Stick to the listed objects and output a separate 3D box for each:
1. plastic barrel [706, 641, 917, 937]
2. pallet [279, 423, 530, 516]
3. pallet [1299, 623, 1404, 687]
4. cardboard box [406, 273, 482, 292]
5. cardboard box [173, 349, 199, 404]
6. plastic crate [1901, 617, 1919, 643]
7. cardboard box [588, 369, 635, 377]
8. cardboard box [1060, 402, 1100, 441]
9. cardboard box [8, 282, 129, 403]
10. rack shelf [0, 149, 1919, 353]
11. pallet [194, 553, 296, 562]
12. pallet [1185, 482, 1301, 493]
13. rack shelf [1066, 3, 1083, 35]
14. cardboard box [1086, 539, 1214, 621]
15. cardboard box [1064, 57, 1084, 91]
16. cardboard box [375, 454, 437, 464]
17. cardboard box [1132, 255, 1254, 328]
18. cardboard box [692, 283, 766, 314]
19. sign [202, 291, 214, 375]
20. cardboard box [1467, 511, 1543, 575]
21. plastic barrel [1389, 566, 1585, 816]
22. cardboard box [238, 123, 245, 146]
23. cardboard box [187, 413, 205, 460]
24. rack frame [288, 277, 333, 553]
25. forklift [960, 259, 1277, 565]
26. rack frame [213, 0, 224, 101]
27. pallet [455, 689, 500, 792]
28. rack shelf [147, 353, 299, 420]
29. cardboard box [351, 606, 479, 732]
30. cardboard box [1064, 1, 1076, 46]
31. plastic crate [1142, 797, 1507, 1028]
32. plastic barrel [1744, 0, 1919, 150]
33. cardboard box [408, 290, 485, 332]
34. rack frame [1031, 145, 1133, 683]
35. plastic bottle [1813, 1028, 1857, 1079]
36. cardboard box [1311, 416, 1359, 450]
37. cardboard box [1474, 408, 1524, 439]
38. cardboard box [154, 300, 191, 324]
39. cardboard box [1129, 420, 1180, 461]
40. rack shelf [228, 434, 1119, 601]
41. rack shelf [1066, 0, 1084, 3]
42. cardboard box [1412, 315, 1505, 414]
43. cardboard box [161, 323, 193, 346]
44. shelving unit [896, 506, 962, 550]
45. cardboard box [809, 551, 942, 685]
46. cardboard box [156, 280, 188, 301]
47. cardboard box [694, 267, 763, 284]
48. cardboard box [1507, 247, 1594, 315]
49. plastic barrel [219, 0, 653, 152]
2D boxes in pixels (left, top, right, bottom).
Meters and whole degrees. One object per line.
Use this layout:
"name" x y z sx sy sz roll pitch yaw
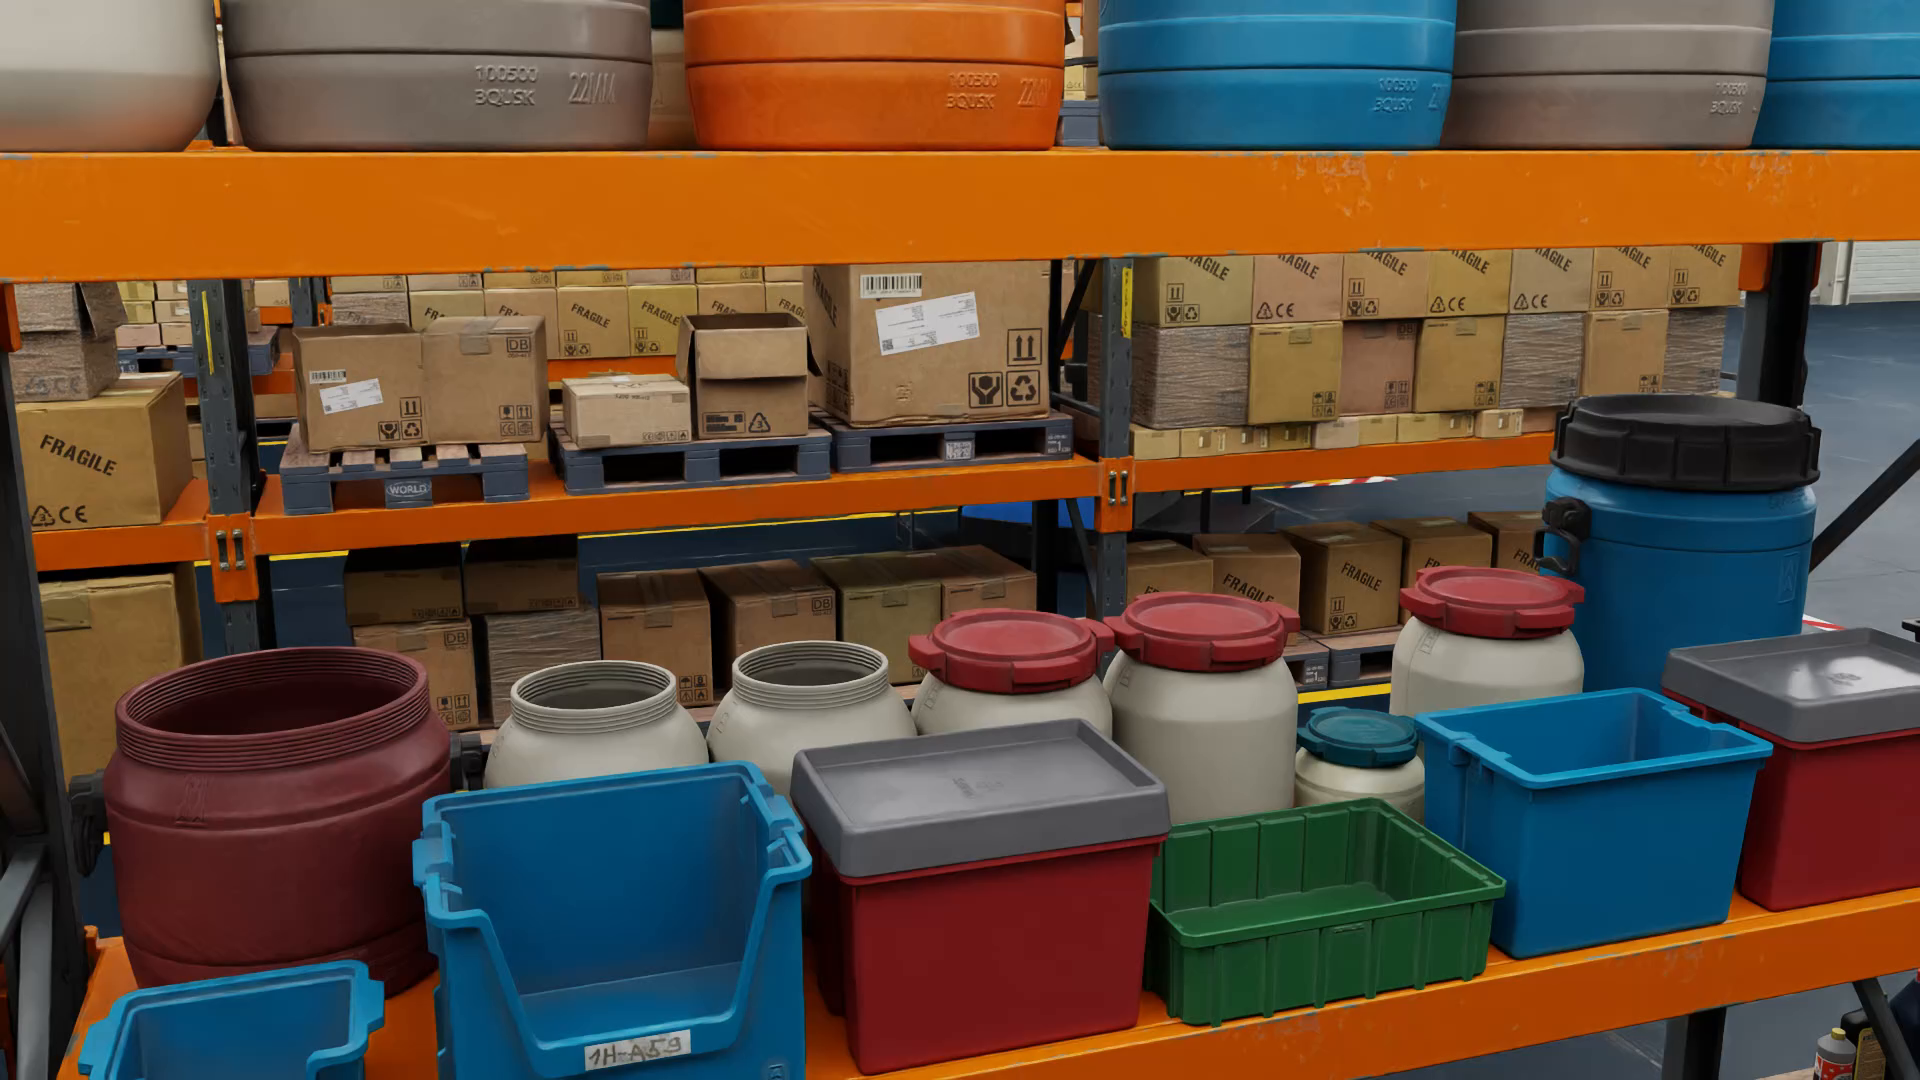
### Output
"plastic barrel" -0.296 0.493 3.348 0.421 0.512 0.421 0 13 0
"pallet" -2.540 -0.368 7.623 1.003 0.211 1.213 -4 14 -18
"pallet" 2.393 0.528 9.468 1.213 0.211 1.003 -4 14 -18
"cardboard box" -3.760 -2.084 12.047 0.500 0.500 0.700 -5 14 -19
"cardboard box" -7.870 -1.632 16.206 0.875 0.875 0.875 -4 14 -17
"plastic crate" 2.726 0.425 4.008 0.504 0.338 0.767 -4 14 -18
"cardboard box" -1.687 -0.707 8.015 0.258 0.266 0.396 -5 14 -20
"cardboard box" 0.720 -0.639 8.889 0.250 0.149 0.380 -4 14 -18
"cardboard box" -3.880 -0.872 6.942 0.637 0.503 0.797 -4 14 -16
"rack shelf" 0.294 -0.556 3.071 4.000 0.370 1.077 -4 14 -18
"pallet" -5.409 -0.067 11.968 1.213 0.211 1.003 -4 14 -18
"pallet" 2.182 -0.638 14.371 1.213 0.211 1.003 -4 14 -18
"rack shelf" -0.655 -5.569 17.670 4.000 0.370 1.077 -4 14 -18
"cardboard box" 1.002 0.310 8.850 0.500 0.500 0.500 -5 14 -20
"cardboard box" 0.632 -3.610 12.911 0.500 0.250 0.500 -5 14 -19
"cardboard box" -4.062 -0.616 12.204 0.750 0.750 1.050 -5 14 -19
"cardboard box" 1.117 -1.338 8.266 0.500 0.500 0.500 -4 14 -18
"cardboard box" -1.765 -1.690 12.551 0.500 0.500 0.500 -5 14 -19
"sign" -3.001 -0.827 6.637 0.005 0.325 0.100 -4 14 -18
"cardboard box" 3.248 0.130 9.609 0.500 0.500 0.500 -1 13 -3
"plastic barrel" 1.213 0.362 3.845 0.433 0.535 0.433 0 13 0
"cardboard box" -5.294 -3.005 11.596 0.500 0.500 0.500 -4 14 -18
"cardboard box" -5.232 -0.726 11.586 0.500 0.250 0.500 -5 14 -19
"rack frame" -4.667 -1.481 11.886 0.127 3.000 1.000 -4 14 -18
"forklift" 1.557 -1.251 11.068 3.031 2.935 1.130 6 15 24
"rack frame" -3.181 -3.304 6.587 0.127 3.000 1.000 -4 14 -18
"pallet" -2.440 0.914 7.845 1.213 0.211 1.003 -4 14 -18
"rack shelf" -6.563 -0.983 11.349 4.000 0.370 1.077 -4 14 -18
"cardboard box" -2.553 0.563 7.746 0.500 0.500 0.700 -5 14 -21
"cardboard box" 0.133 -2.382 8.060 0.637 0.503 0.797 -5 14 -21
"plastic crate" 0.629 0.699 3.180 0.662 0.188 0.450 -4 14 -18
"plastic barrel" 1.777 -1.212 3.193 0.708 0.901 0.600 -4 14 -18
"cardboard box" -3.675 -1.542 11.925 0.500 0.500 0.500 -5 14 -19
"rack frame" 0.610 -0.681 8.523 0.127 3.000 1.000 -4 14 -18
"plastic bottle" 2.434 1.458 4.629 0.097 0.201 0.097 0 13 0
"cardboard box" 1.863 -0.579 8.636 0.250 0.149 0.380 -4 14 -18
"cardboard box" 2.808 -0.654 8.952 0.250 0.149 0.380 -4 14 -18
"cardboard box" -5.243 -1.551 11.175 0.250 0.149 0.380 -4 14 -16
"cardboard box" 0.909 -0.508 8.341 0.250 0.149 0.380 -4 14 -18
"rack shelf" -1.286 -0.183 7.985 4.000 0.370 1.077 -4 14 -18
"rack shelf" 1.019 -4.298 13.183 4.000 0.370 1.077 -4 14 -18
"cardboard box" 2.470 -1.010 9.047 0.500 0.500 0.875 -4 14 -18
"cardboard box" -5.224 -1.408 11.214 0.250 0.149 0.380 -4 14 -18
"shelving unit" -0.169 -1.011 11.854 0.503 2.100 0.431 -4 14 -18
"cardboard box" -0.437 0.393 8.460 0.500 0.500 0.700 -5 14 -18
"cardboard box" -5.225 -1.698 11.147 0.250 0.149 0.380 -5 14 -19
"cardboard box" -1.832 -2.235 12.679 0.500 0.500 0.700 -5 14 -19
"cardboard box" 3.012 -1.486 8.890 0.500 0.500 0.500 -4 14 -18
"plastic barrel" -0.754 -1.015 2.364 0.600 0.901 0.600 0 13 0
